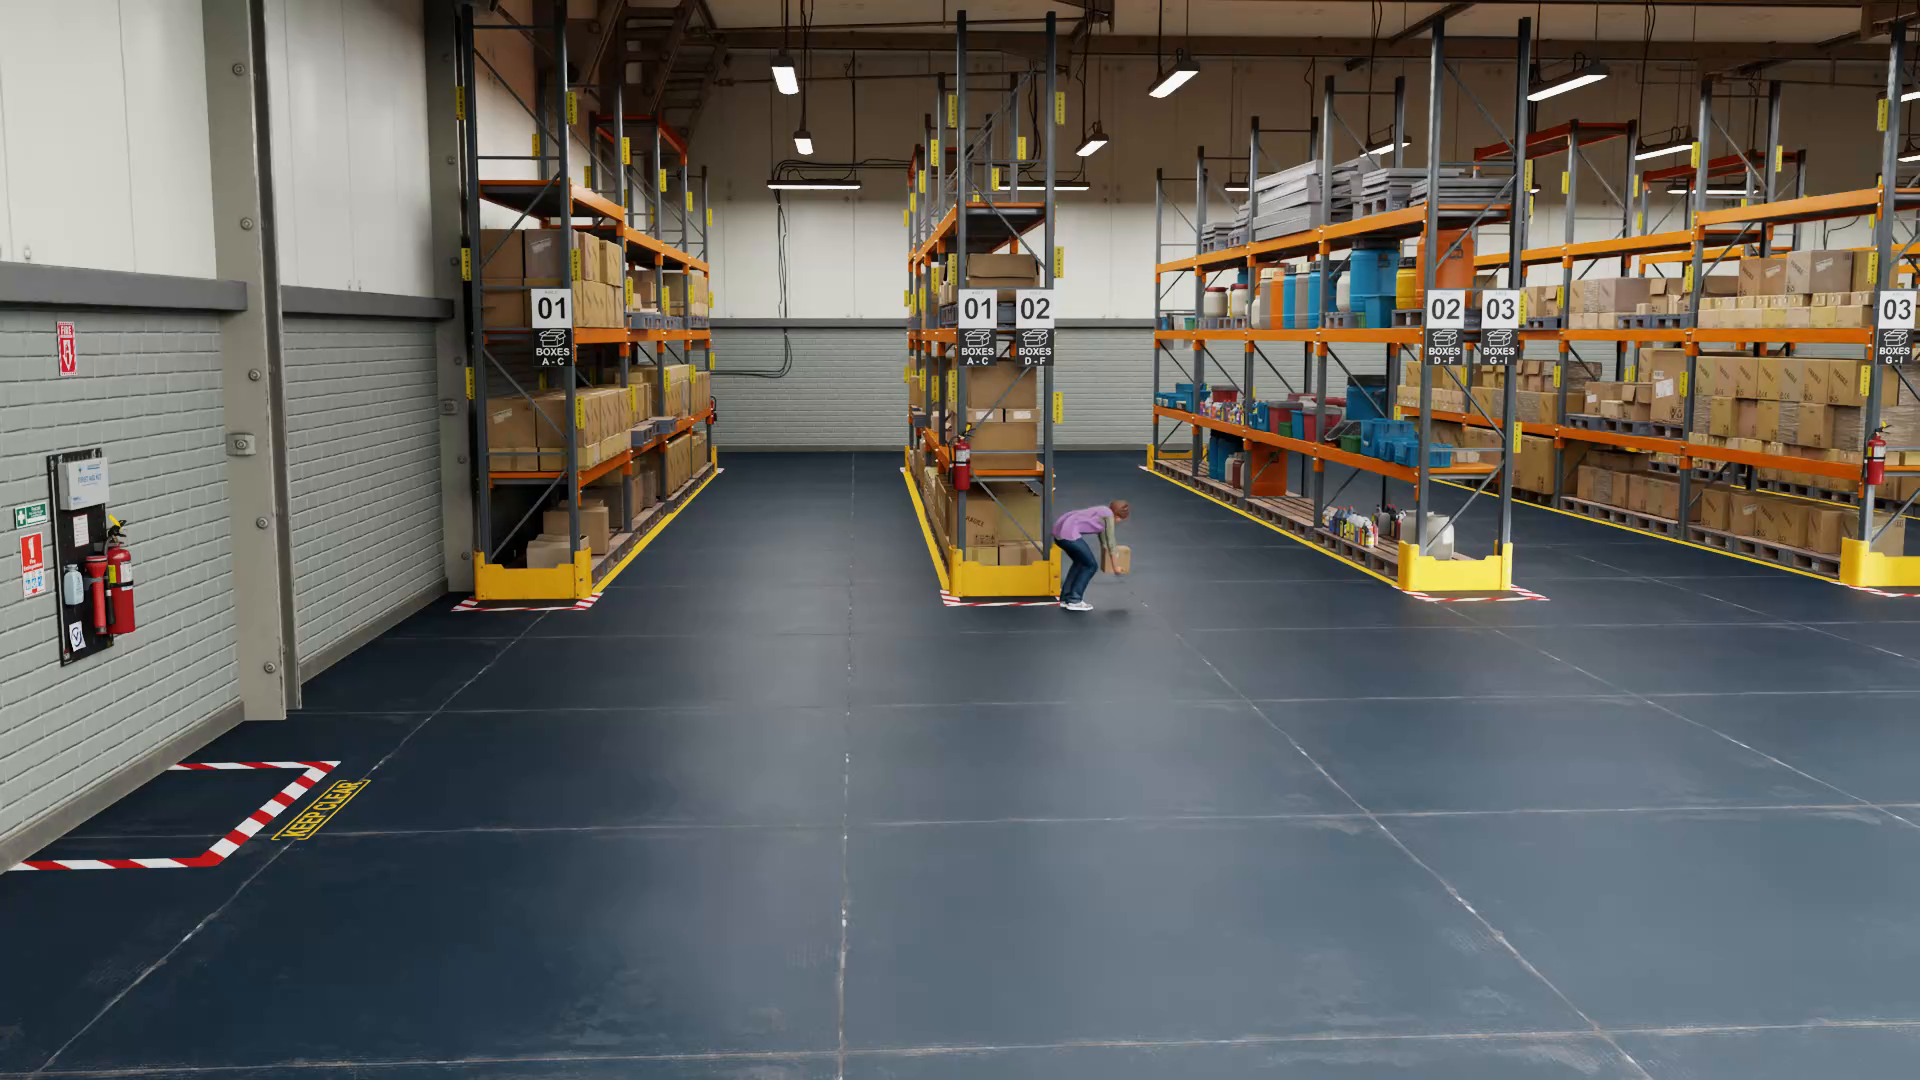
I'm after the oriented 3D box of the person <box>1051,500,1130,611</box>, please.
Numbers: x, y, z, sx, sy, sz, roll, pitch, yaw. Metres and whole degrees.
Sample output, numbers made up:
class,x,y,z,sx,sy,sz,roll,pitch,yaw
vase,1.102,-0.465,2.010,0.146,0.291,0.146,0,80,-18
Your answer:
class,x,y,z,sx,sy,sz,roll,pitch,yaw
person,1.322,0.153,16.702,0.850,1.073,0.408,-3,8,-23
